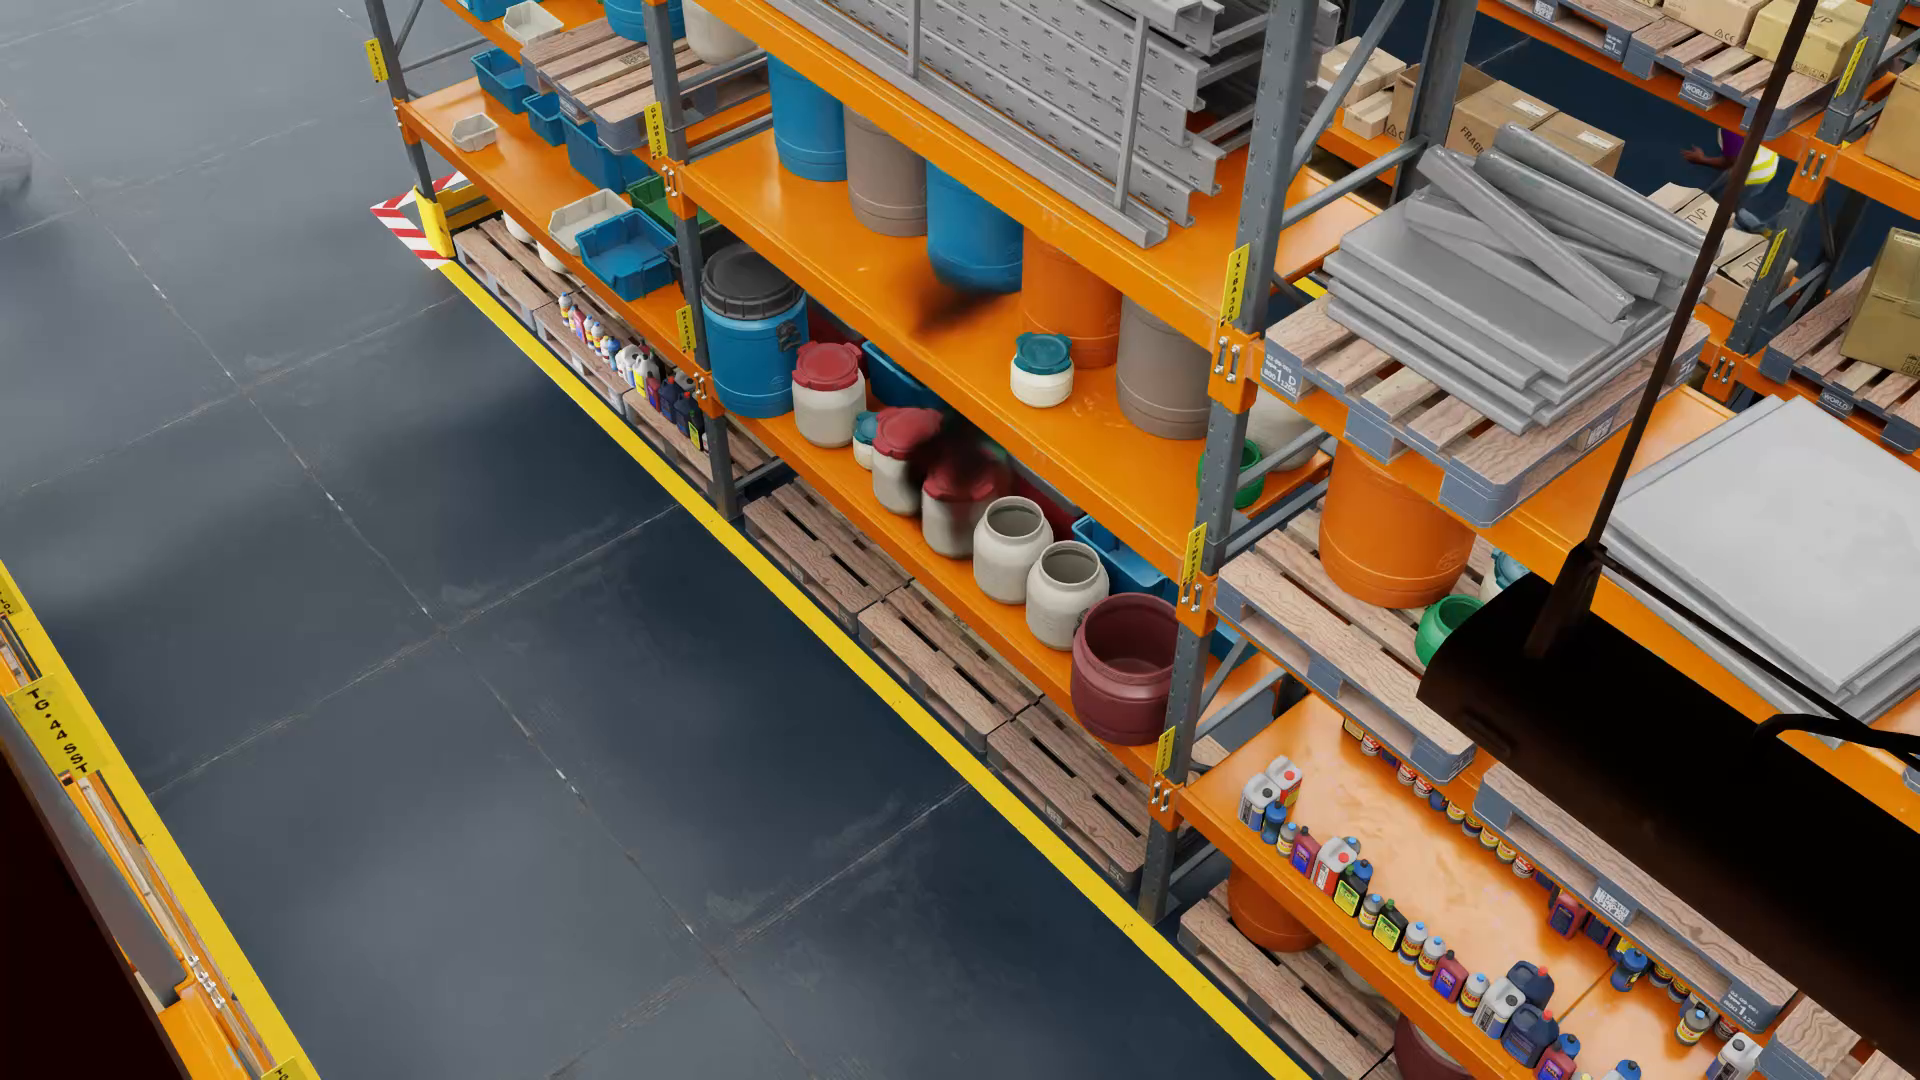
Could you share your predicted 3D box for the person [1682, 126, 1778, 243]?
[{"bbox_3d":[5.867,-2.814,12.577,0.852,1.569,0.738,25,51,22],"label":"person"}]
